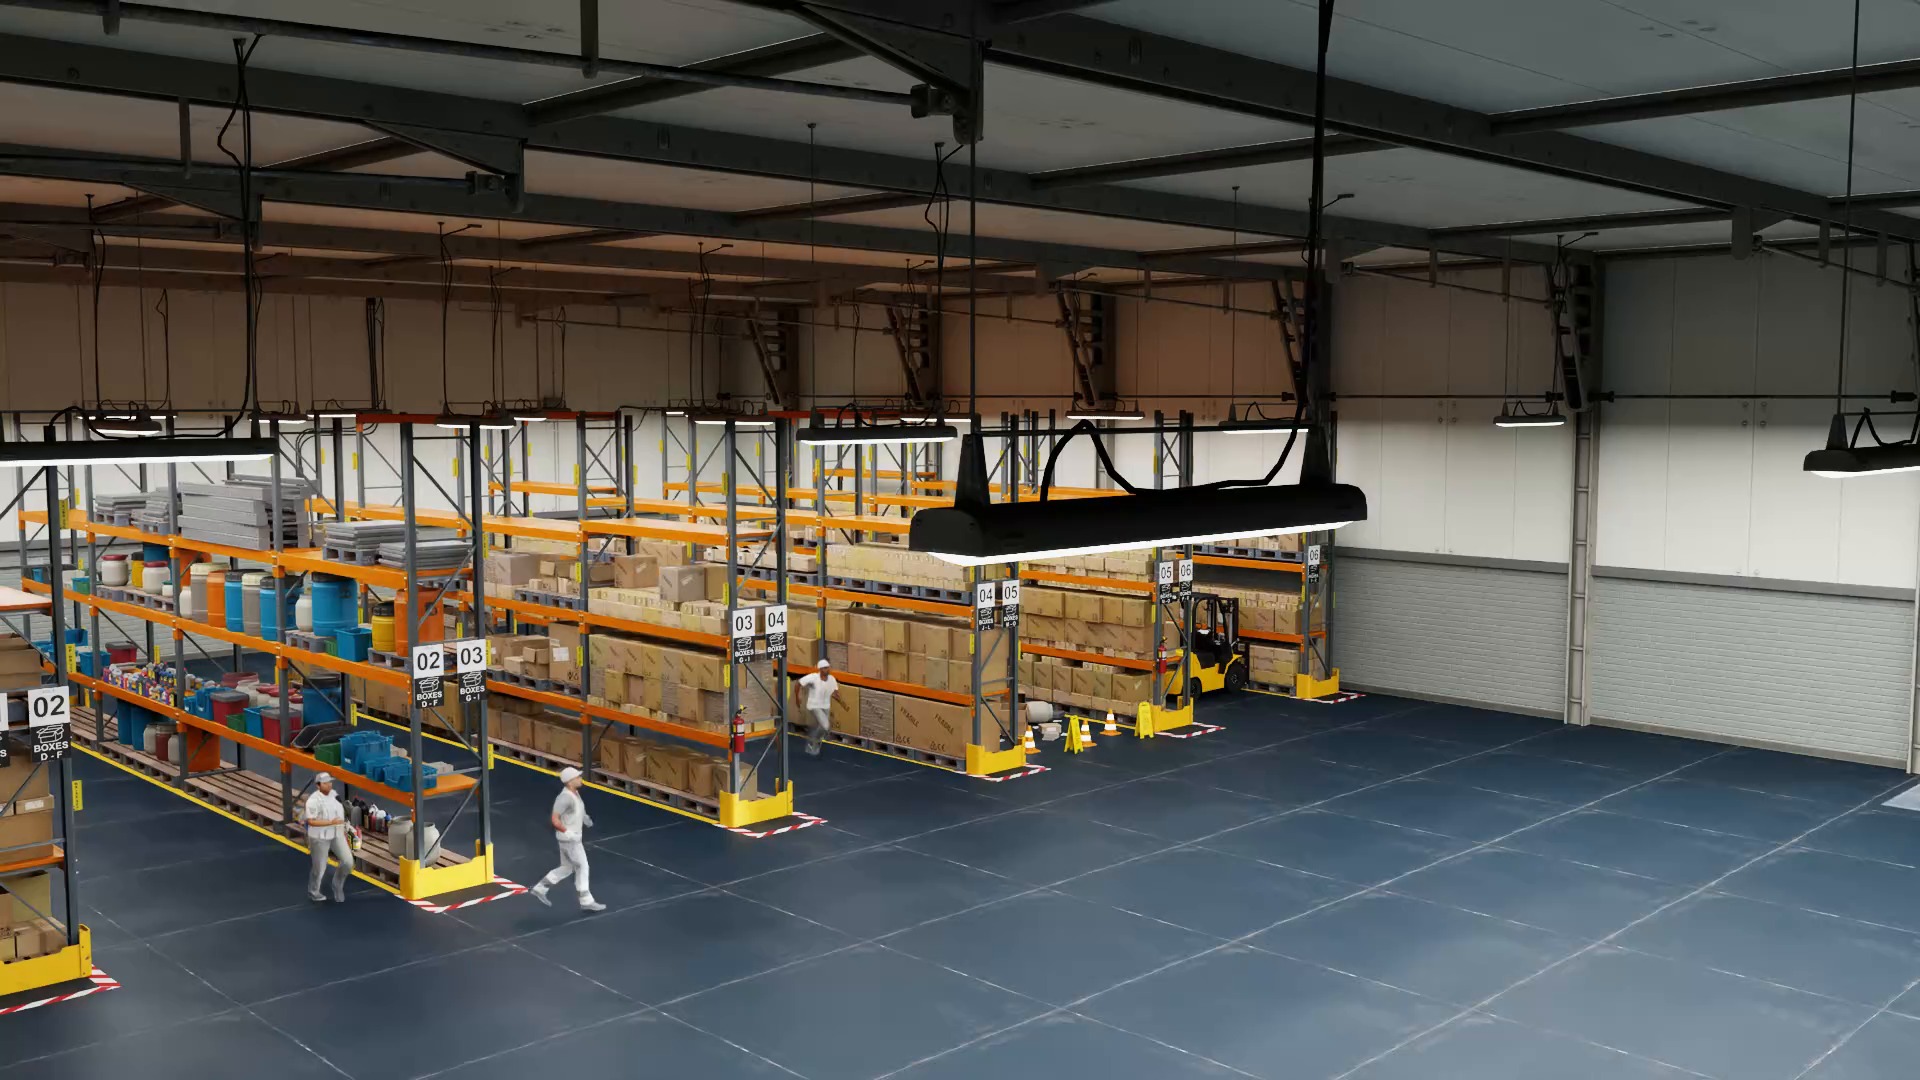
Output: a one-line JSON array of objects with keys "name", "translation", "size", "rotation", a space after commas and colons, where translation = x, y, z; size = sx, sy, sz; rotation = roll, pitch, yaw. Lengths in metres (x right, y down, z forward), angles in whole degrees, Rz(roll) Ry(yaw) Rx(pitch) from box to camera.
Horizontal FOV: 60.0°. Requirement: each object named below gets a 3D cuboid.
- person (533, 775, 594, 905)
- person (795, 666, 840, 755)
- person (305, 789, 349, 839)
[{"name": "person", "translation": [-4.857, 3.643, 20.328], "size": [0.729, 1.665, 0.649], "rotation": [-1, 5, -10]}, {"name": "person", "translation": [-2.441, 2.961, 29.044], "size": [0.744, 1.659, 0.745], "rotation": [-5, 7, -42]}, {"name": "person", "translation": [-7.899, 3.390, 20.666], "size": [0.432, 0.601, 0.554], "rotation": [3, 6, 34]}]
